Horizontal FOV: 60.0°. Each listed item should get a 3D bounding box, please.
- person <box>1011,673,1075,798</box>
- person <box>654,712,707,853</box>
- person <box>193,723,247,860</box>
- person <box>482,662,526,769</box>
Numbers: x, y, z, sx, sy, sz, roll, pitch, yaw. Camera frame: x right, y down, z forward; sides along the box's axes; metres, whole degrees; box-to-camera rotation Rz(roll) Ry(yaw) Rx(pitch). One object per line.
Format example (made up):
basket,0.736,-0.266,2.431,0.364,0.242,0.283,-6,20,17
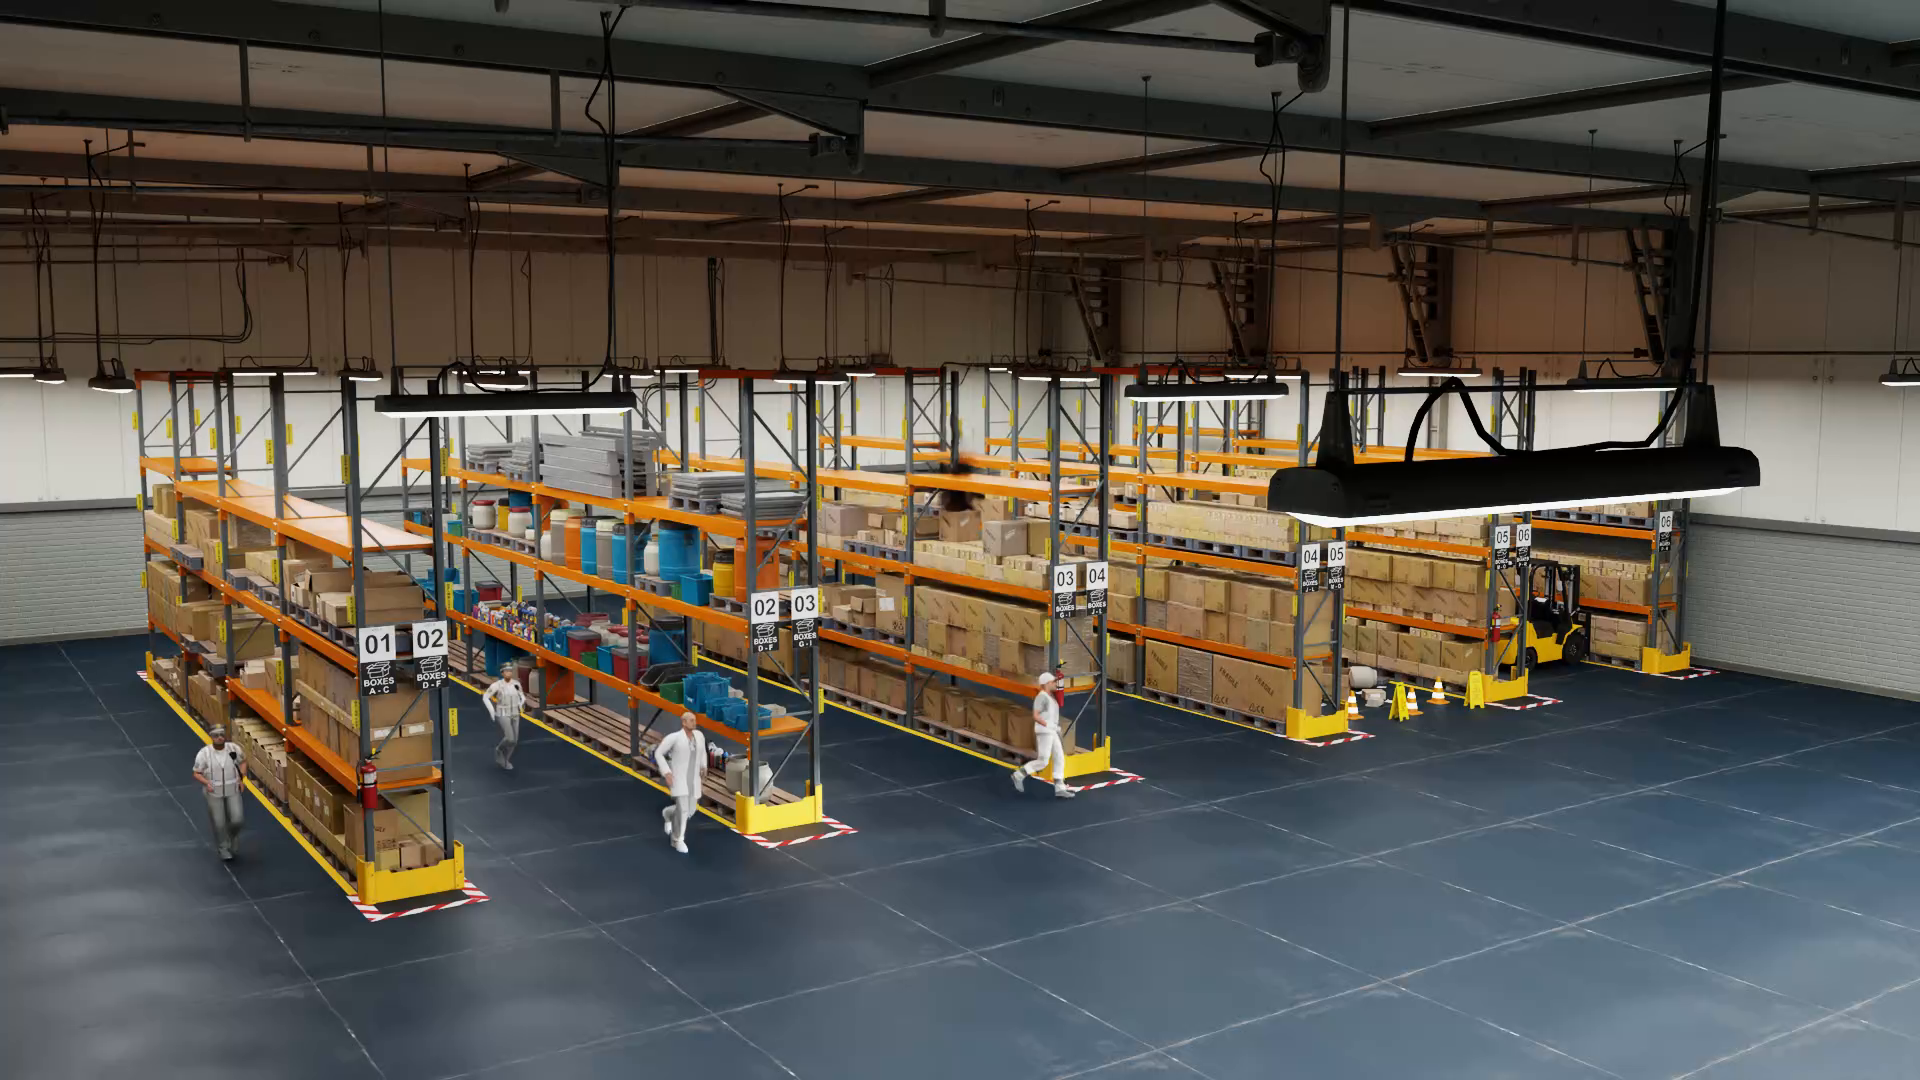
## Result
person,1.231,2.774,23.797,0.939,1.763,0.725,2,7,17
person,-3.574,3.081,21.437,0.754,1.744,0.755,-6,9,-42
person,-9.156,3.131,20.671,0.638,1.737,0.564,-4,8,-32
person,-6.827,2.666,25.159,0.586,1.657,0.562,-6,9,-44
